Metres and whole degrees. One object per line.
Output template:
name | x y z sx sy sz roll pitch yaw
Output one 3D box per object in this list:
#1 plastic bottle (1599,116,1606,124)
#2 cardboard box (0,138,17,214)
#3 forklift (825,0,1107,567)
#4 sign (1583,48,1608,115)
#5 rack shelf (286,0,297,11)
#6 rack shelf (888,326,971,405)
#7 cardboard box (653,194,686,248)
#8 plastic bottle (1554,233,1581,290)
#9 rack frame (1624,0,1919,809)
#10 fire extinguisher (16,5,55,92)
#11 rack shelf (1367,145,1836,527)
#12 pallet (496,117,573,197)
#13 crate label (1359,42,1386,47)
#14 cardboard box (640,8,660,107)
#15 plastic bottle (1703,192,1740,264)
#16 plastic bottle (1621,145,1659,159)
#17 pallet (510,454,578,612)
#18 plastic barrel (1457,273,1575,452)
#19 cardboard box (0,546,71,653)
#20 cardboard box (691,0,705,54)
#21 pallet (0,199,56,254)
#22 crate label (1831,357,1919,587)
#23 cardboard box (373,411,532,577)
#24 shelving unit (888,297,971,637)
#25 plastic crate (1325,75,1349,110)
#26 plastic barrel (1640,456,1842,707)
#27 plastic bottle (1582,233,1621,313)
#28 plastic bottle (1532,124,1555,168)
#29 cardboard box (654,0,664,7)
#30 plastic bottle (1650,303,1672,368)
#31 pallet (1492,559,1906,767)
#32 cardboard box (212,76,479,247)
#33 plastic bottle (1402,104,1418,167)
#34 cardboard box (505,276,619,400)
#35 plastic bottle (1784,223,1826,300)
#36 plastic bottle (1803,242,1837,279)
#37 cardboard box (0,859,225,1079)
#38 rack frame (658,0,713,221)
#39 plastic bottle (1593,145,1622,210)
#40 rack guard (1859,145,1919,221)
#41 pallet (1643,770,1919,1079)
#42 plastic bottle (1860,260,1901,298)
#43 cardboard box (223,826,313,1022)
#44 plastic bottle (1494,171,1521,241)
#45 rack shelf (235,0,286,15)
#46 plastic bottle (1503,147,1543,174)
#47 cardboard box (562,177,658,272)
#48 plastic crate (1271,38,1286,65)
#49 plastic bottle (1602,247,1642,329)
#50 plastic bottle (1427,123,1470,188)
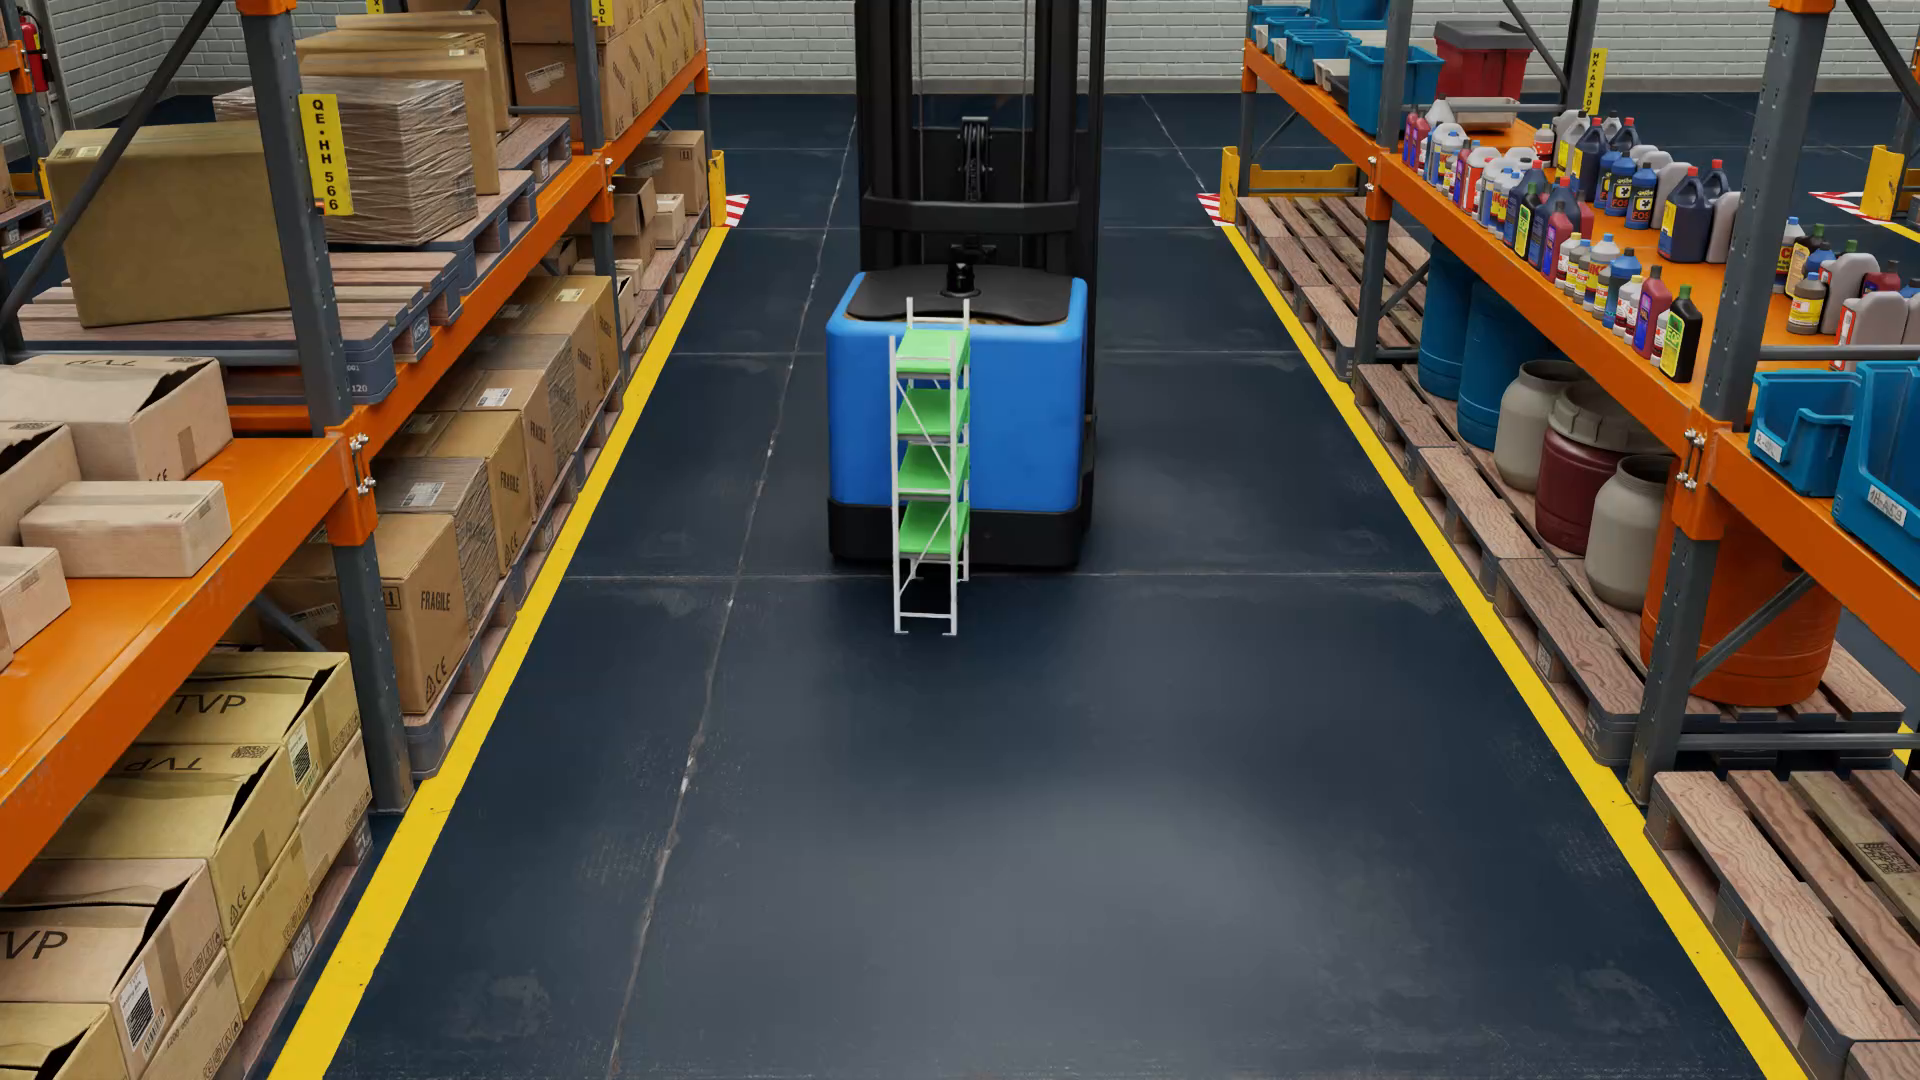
plastic bottle | 3.012 -1.871 7.888 0.061 0.283 0.133 0 24 -1
cardboard box | -7.206 -2.548 11.767 0.700 0.500 0.500 0 24 -1
forklift | 0.112 -1.798 7.668 1.130 2.935 3.031 2 24 5
sign | 3.186 -2.308 8.376 0.100 0.325 0.005 0 24 -1
rack shelf | -2.295 -2.374 6.092 1.077 0.370 4.000 0 24 -1
rack shelf | -0.109 -0.660 6.244 0.258 0.148 0.480 2 24 5
cardboard box | -2.128 -2.140 11.145 0.500 0.250 0.500 0 24 -1
plastic bottle | 2.256 -1.029 6.127 0.097 0.201 0.097 0 24 0
rack frame | 2.680 -0.532 4.785 1.000 3.000 0.127 0 24 -1
fire extinguisher | -6.854 -3.643 12.210 0.296 0.674 0.183 0 24 -1
rack shelf | 2.658 -1.028 6.756 1.077 0.370 4.000 0 24 -1
pallet | -2.417 -1.742 7.694 1.003 0.211 1.213 0 24 -1
crate label | 2.799 -3.166 10.857 0.396 0.136 0.243 0 24 -1
cardboard box | -2.062 -2.833 9.753 0.500 0.500 0.500 0 24 -1
plastic bottle | 2.983 -1.226 6.472 0.152 0.276 0.135 0 24 -1
plastic bottle | 2.973 -1.604 7.307 0.152 0.276 0.135 0 24 -1
pallet | -2.254 -0.050 7.103 1.003 0.211 1.213 0 24 -1
plastic barrel | 2.633 -0.899 7.635 0.600 0.901 0.708 0 24 -1
cardboard box | -2.203 0.129 3.630 0.380 0.149 0.250 2 24 3
cardboard box | -2.084 -3.670 11.602 0.500 0.500 0.500 0 24 1
pallet | -7.227 -2.184 11.823 1.003 0.211 1.213 0 24 -1
crate label | 2.420 -0.137 3.870 0.502 0.435 0.616 0 24 -1
cardboard box | -2.004 -0.184 6.515 0.500 0.500 0.500 -1 24 -1
shelving unit | -0.109 -0.281 6.415 0.258 1.200 0.503 2 24 5
plastic crate | 2.355 -2.542 9.491 0.437 0.125 0.590 0 24 -1
plastic barrel | 2.657 0.064 5.592 0.600 0.830 0.708 0 24 -1
plastic bottle | 2.259 -0.941 5.846 0.097 0.271 0.097 0 24 0
plastic bottle | 2.839 -1.920 8.097 0.097 0.201 0.097 0 24 0
cardboard box | -2.059 -3.493 9.998 0.500 0.500 0.500 0 24 1
plastic bottle | 2.266 -0.653 5.296 0.097 0.201 0.097 0 24 0
pallet | 2.629 0.414 6.078 1.003 0.211 1.213 0 24 -1
cardboard box | -2.212 -1.384 6.040 0.700 0.500 0.500 4 25 9
plastic bottle | 2.213 -1.974 8.115 0.061 0.283 0.133 0 24 -1
cardboard box | -2.025 -1.019 8.362 0.500 0.500 0.500 0 24 -1
plastic bottle | 3.035 -0.999 5.961 0.061 0.283 0.133 0 24 -1
plastic bottle | 2.958 -0.891 5.736 0.097 0.271 0.097 0 24 0
cardboard box | -2.007 0.932 3.696 0.500 0.311 0.500 0 24 -1
rack frame | -2.361 -3.807 12.028 1.000 3.000 0.127 0 24 -1
plastic bottle | 2.849 -1.594 7.290 0.097 0.271 0.097 0 24 0
rack guard | 7.545 -2.721 12.660 1.175 0.500 0.348 0 24 -1
pallet | 2.649 1.058 4.654 1.003 0.211 1.213 0 24 -1
plastic bottle | 3.040 -0.794 5.507 0.061 0.283 0.133 0 24 -1
cardboard box | -2.015 0.979 4.273 0.500 0.250 0.500 -1 24 -1
plastic bottle | 2.248 -1.364 6.781 0.097 0.271 0.097 0 24 0
rack shelf | -2.252 -0.726 2.447 1.077 0.370 4.000 0 24 -1
plastic bottle | 2.422 -1.550 7.188 0.152 0.276 0.135 0 24 -1
cardboard box | -2.343 -1.996 10.519 0.797 0.503 0.637 0 24 -1
plastic crate | 2.194 -3.220 10.977 0.250 0.136 0.298 0 24 -1
plastic bottle | 2.261 -0.861 5.669 0.097 0.271 0.097 0 24 0
plastic bottle | 2.264 -1.780 7.696 0.152 0.276 0.135 0 24 -1
